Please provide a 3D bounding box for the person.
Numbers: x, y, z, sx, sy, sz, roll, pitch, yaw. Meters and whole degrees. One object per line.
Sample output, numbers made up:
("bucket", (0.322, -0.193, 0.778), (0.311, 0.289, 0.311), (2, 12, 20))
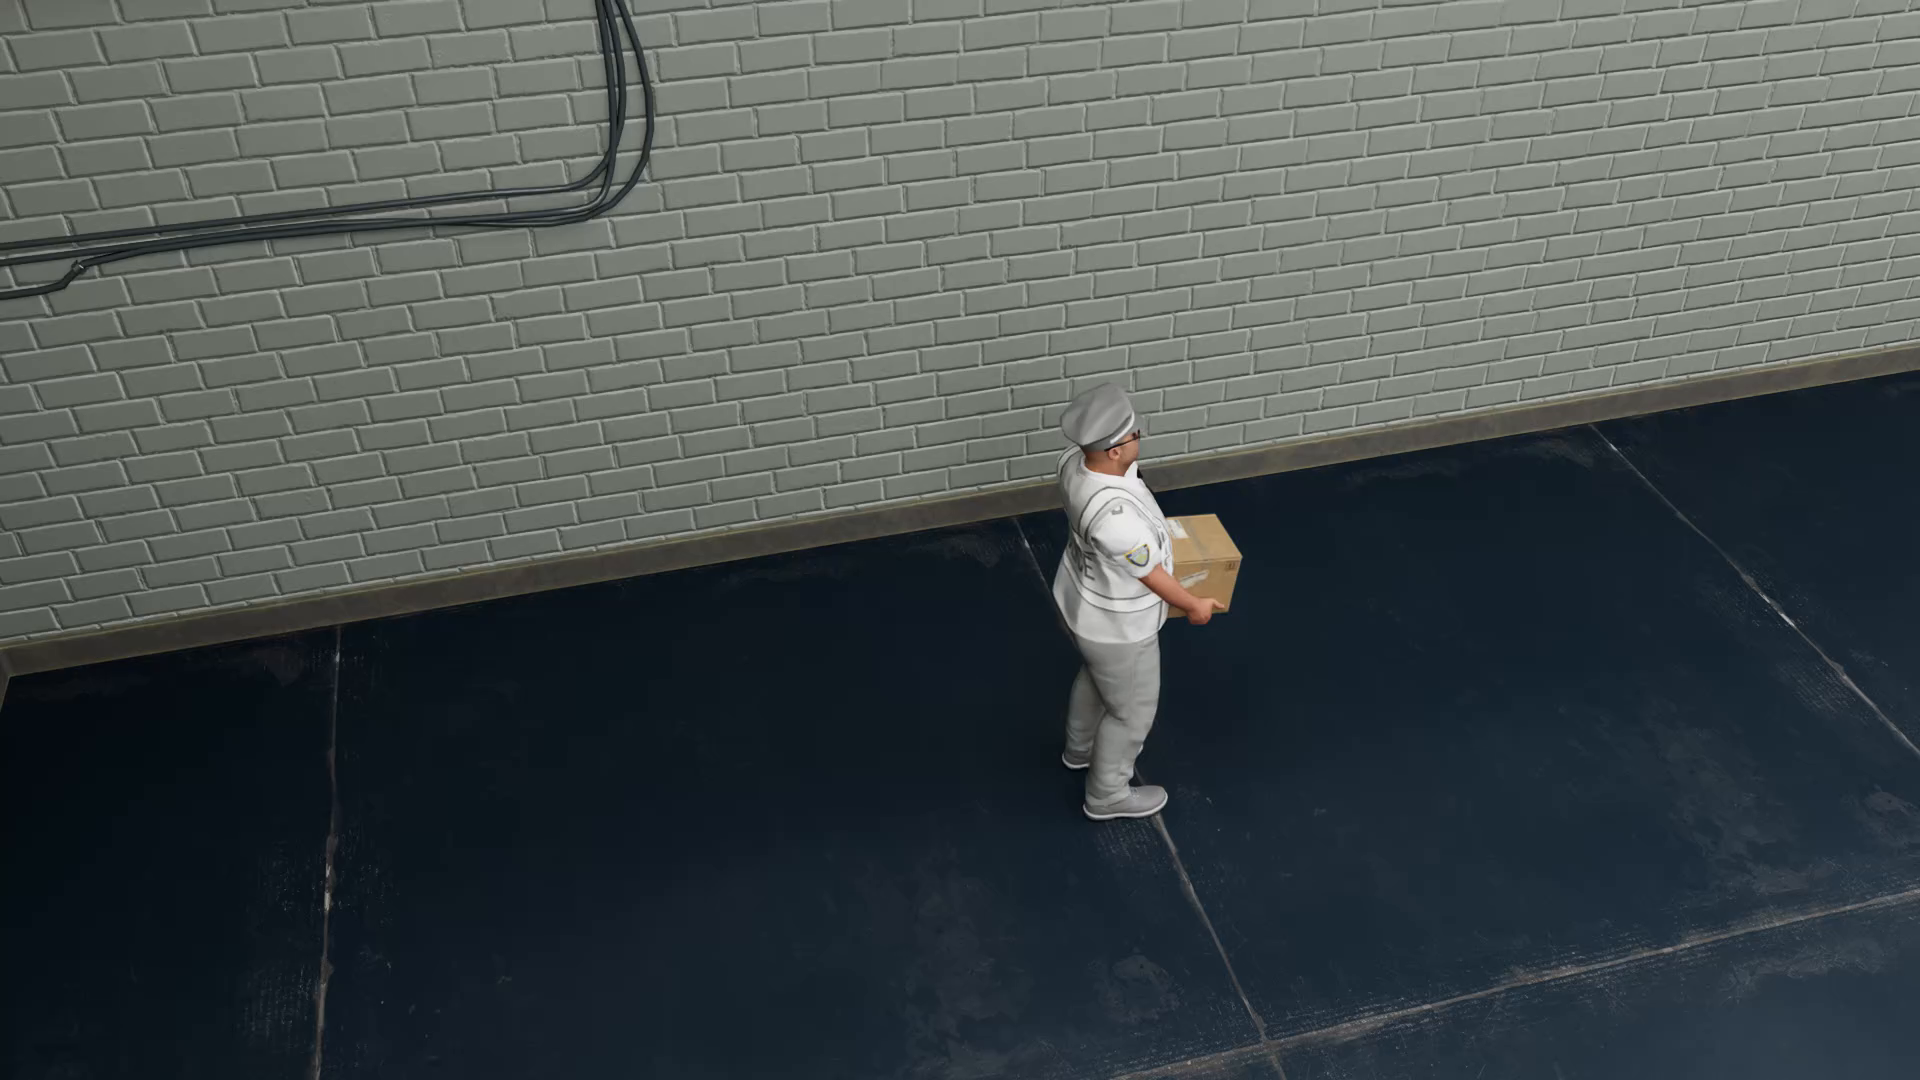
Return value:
("person", (0.608, 0.213, 5.856), (0.564, 1.768, 0.494), (-9, 39, -12))
